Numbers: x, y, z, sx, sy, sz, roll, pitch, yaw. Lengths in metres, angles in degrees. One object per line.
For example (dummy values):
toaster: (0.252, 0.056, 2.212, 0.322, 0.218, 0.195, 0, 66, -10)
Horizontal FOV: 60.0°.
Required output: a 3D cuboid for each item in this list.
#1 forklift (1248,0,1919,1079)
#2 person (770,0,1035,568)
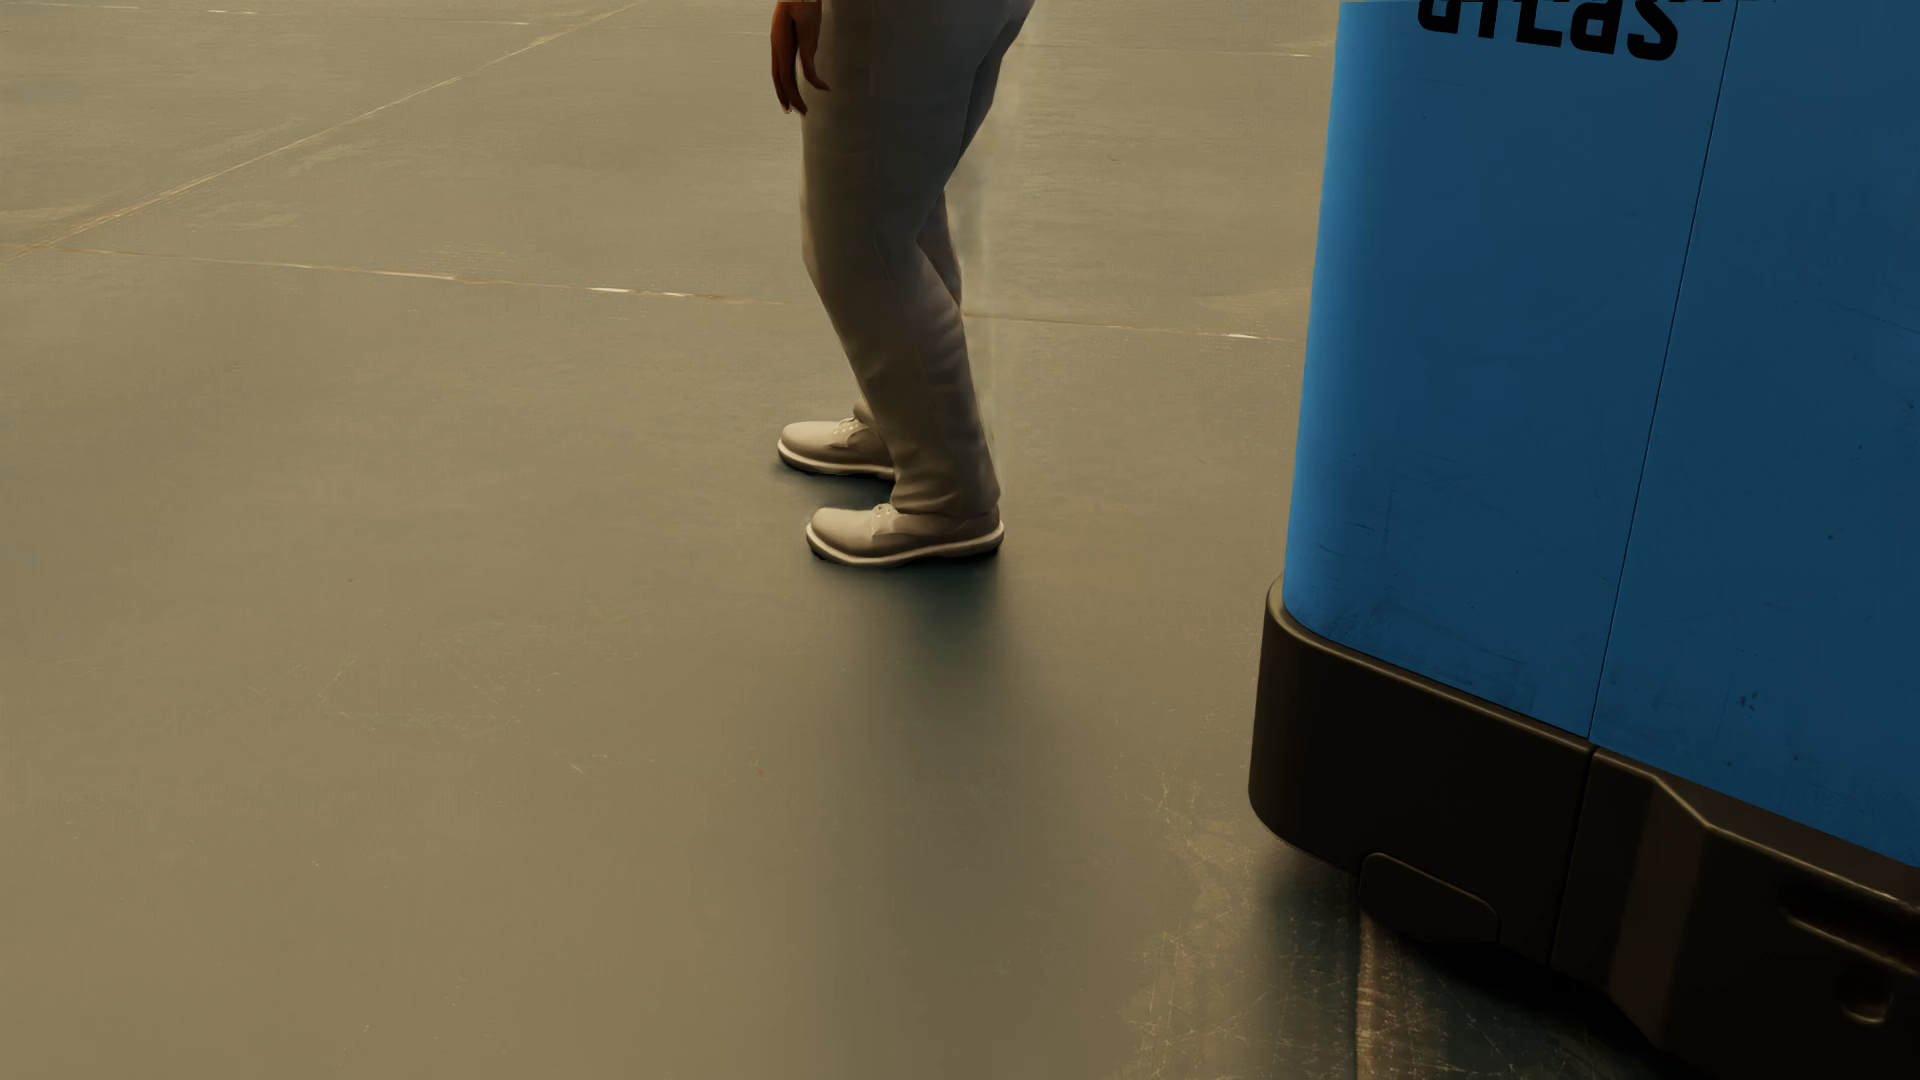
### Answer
forklift: (1.742, -0.679, 0.591, 3.031, 2.935, 1.130, 22, 34, 37)
person: (-0.110, -0.752, 2.144, 0.528, 1.685, 0.593, 7, 28, 14)
